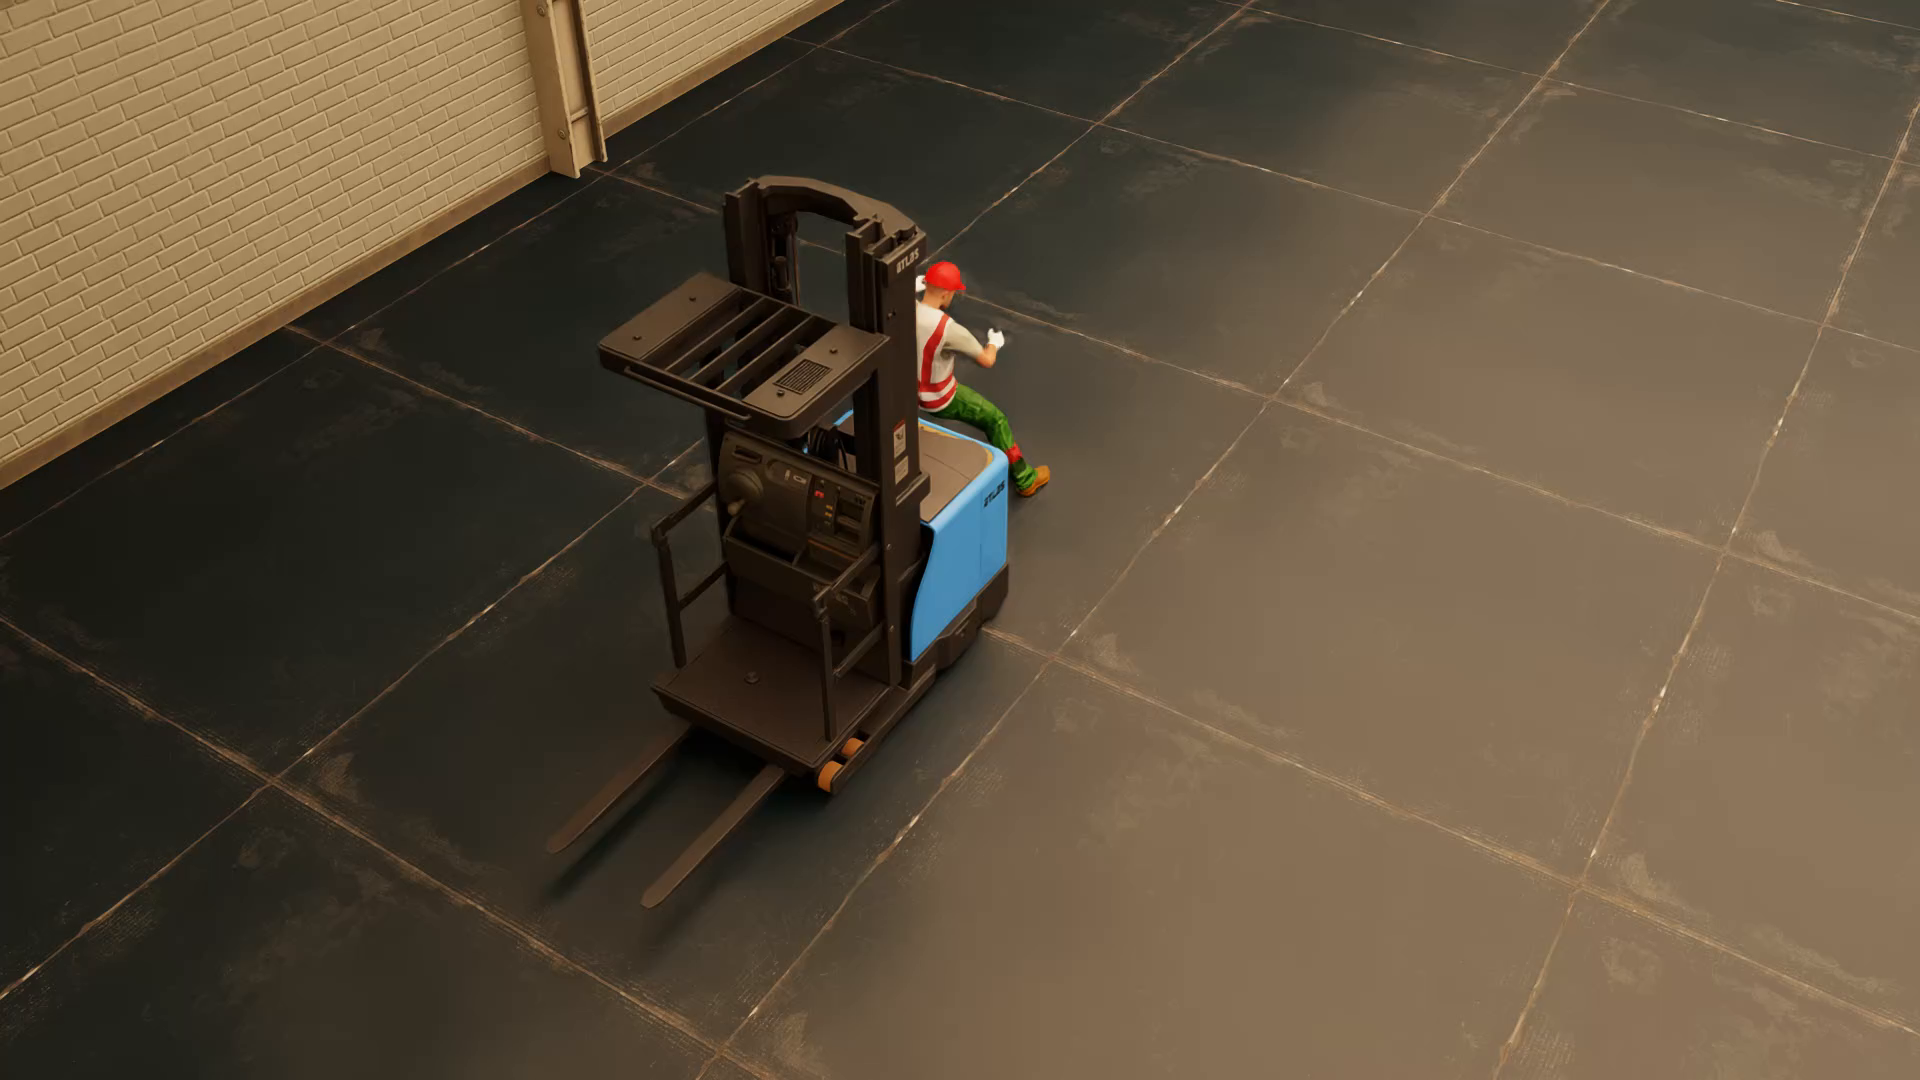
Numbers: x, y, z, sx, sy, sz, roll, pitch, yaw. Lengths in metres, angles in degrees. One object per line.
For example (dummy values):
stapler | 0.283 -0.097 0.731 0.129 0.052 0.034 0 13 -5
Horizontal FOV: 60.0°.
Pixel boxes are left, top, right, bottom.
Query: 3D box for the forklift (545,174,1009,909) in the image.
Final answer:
forklift | -0.932 -0.149 8.142 1.130 2.935 3.031 22 45 24

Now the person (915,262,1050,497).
person | -0.092 -1.079 10.308 1.266 1.540 0.729 30 48 30
